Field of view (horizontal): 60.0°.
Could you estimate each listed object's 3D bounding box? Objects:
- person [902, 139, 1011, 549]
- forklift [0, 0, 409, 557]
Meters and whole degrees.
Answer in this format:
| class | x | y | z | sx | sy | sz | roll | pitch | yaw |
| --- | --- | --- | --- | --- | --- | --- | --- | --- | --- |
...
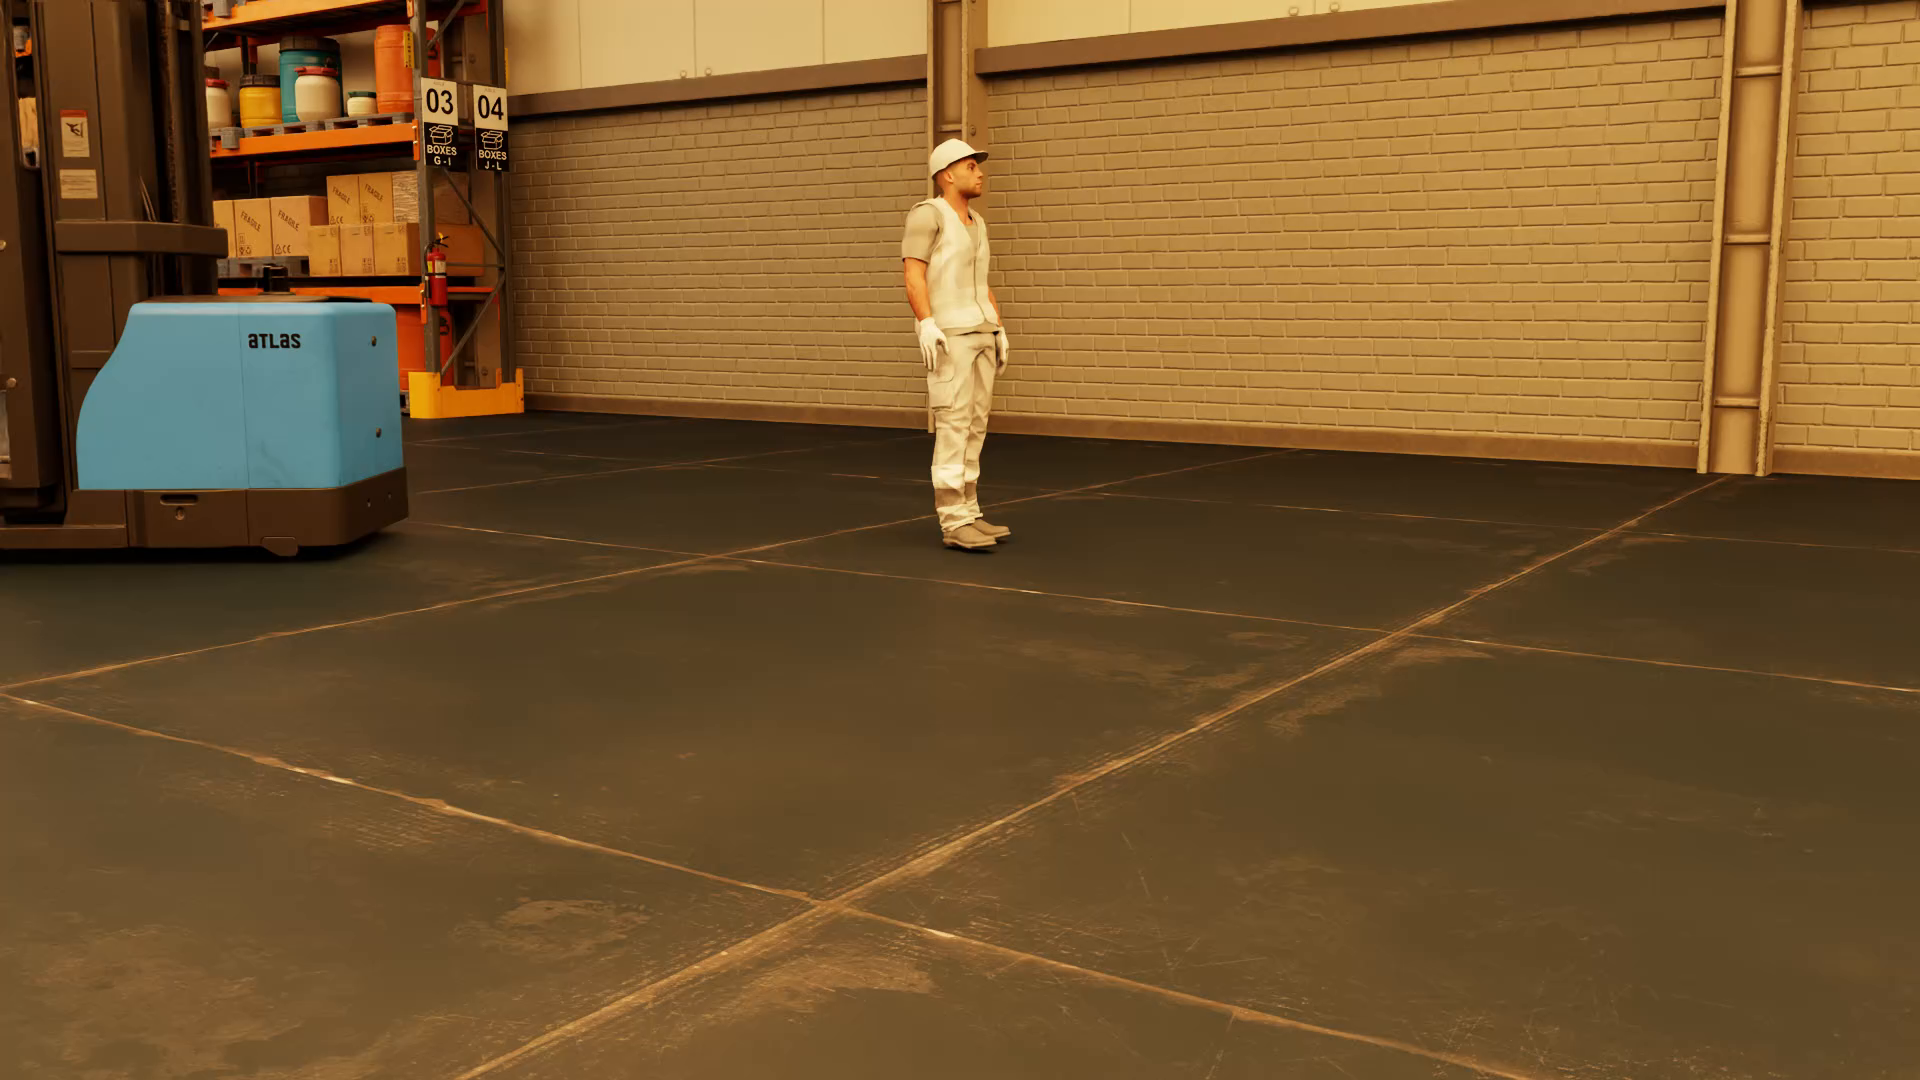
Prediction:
| class | x | y | z | sx | sy | sz | roll | pitch | yaw |
| --- | --- | --- | --- | --- | --- | --- | --- | --- | --- |
| person | 0.061 | -0.885 | 7.423 | 0.562 | 1.789 | 0.638 | 5 | 10 | 34 |
| forklift | -4.102 | -1.420 | 7.178 | 3.031 | 2.935 | 1.130 | 0 | 8 | -2 |
